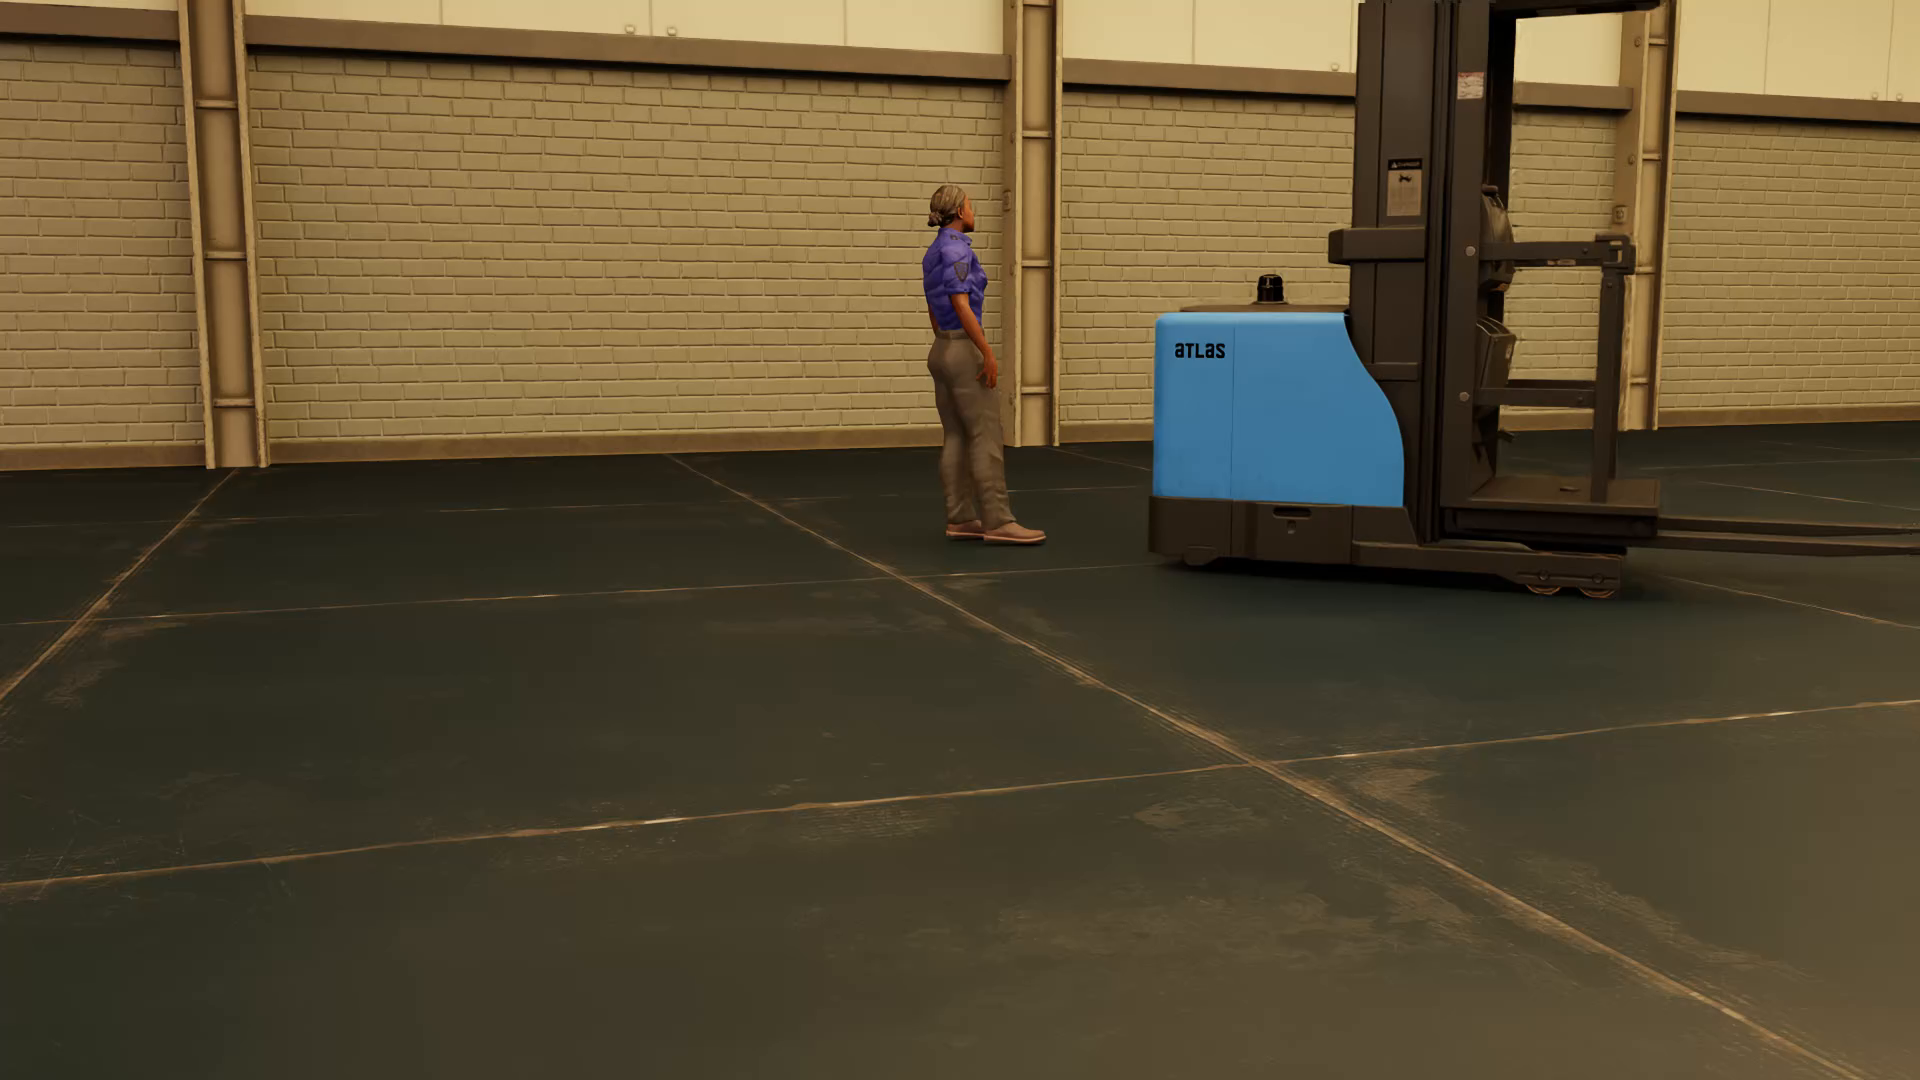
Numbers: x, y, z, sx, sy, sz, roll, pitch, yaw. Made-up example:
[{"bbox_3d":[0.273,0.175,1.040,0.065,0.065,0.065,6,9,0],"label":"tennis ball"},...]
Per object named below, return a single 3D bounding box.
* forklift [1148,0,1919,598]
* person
[{"bbox_3d":[2.364,-1.312,6.695,3.031,2.935,1.130,3,8,23],"label":"forklift"},{"bbox_3d":[0.090,-0.828,7.820,0.504,1.655,0.569,-3,8,-18],"label":"person"}]
